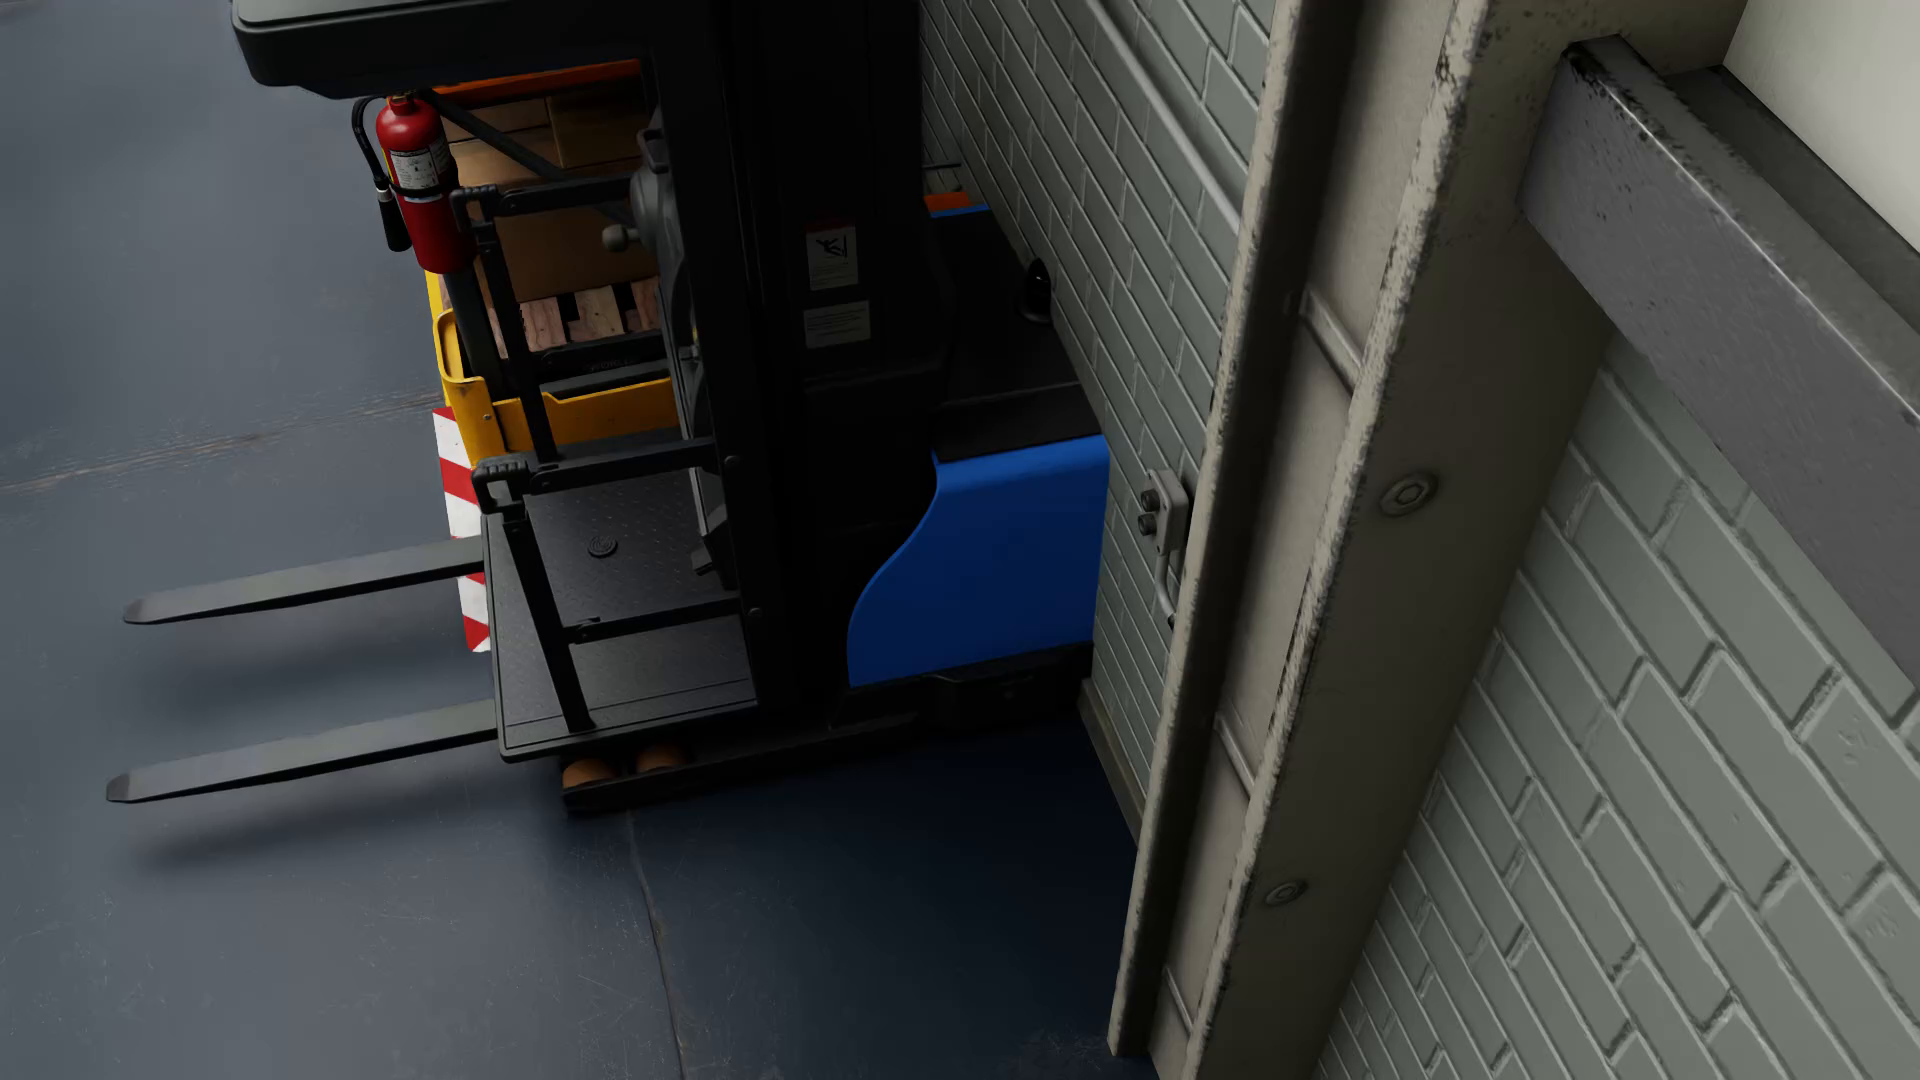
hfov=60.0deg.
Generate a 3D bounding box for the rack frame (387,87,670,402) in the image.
[{"bbox_3d":[-1.051,-1.380,4.452,1.000,3.000,0.127,-13,51,-11],"label":"rack frame"}]

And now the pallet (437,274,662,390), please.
[{"bbox_3d":[-1.362,-1.048,5.995,1.003,0.211,1.213,-13,51,-11],"label":"pallet"}]

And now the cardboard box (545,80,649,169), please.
[{"bbox_3d":[-1.125,-1.362,5.372,0.380,0.149,0.250,-13,51,-11],"label":"cardboard box"}]

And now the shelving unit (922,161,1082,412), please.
[{"bbox_3d":[-0.068,-0.365,4.778,0.538,1.125,1.048,-10,47,-14],"label":"shelving unit"}]

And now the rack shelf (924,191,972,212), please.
[{"bbox_3d":[-0.052,-0.570,4.570,0.538,0.278,1.000,-10,47,-14],"label":"rack shelf"}]

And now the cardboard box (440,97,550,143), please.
[{"bbox_3d":[-1.565,-1.460,5.455,0.380,0.149,0.250,-14,51,-11],"label":"cardboard box"}]

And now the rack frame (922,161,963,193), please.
[{"bbox_3d":[-0.217,-0.716,5.114,0.500,1.125,0.032,-10,47,-14],"label":"rack frame"}]

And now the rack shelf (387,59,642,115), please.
[{"bbox_3d":[-1.642,-2.609,5.958,1.077,0.370,4.000,-13,51,-11],"label":"rack shelf"}]

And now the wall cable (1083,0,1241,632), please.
[{"bbox_3d":[0.231,-0.986,3.455,0.084,1.984,1.851,-13,51,-11],"label":"wall cable"}]

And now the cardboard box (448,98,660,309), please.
[{"bbox_3d":[-1.353,-1.199,5.659,0.700,0.500,0.500,-13,51,-11],"label":"cardboard box"}]

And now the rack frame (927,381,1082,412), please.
[{"bbox_3d":[0.081,-0.014,4.441,0.500,1.125,0.032,-10,47,-14],"label":"rack frame"}]

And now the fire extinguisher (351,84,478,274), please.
[{"bbox_3d":[-1.447,-1.021,4.443,0.296,0.674,0.183,-13,51,-11],"label":"fire extinguisher"}]

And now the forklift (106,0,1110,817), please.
[{"bbox_3d":[-0.860,-0.640,3.872,3.031,2.935,1.130,-11,51,-9],"label":"forklift"}]

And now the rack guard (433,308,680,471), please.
[{"bbox_3d":[-1.044,-0.557,5.393,1.175,0.500,0.348,-13,51,-11],"label":"rack guard"}]
